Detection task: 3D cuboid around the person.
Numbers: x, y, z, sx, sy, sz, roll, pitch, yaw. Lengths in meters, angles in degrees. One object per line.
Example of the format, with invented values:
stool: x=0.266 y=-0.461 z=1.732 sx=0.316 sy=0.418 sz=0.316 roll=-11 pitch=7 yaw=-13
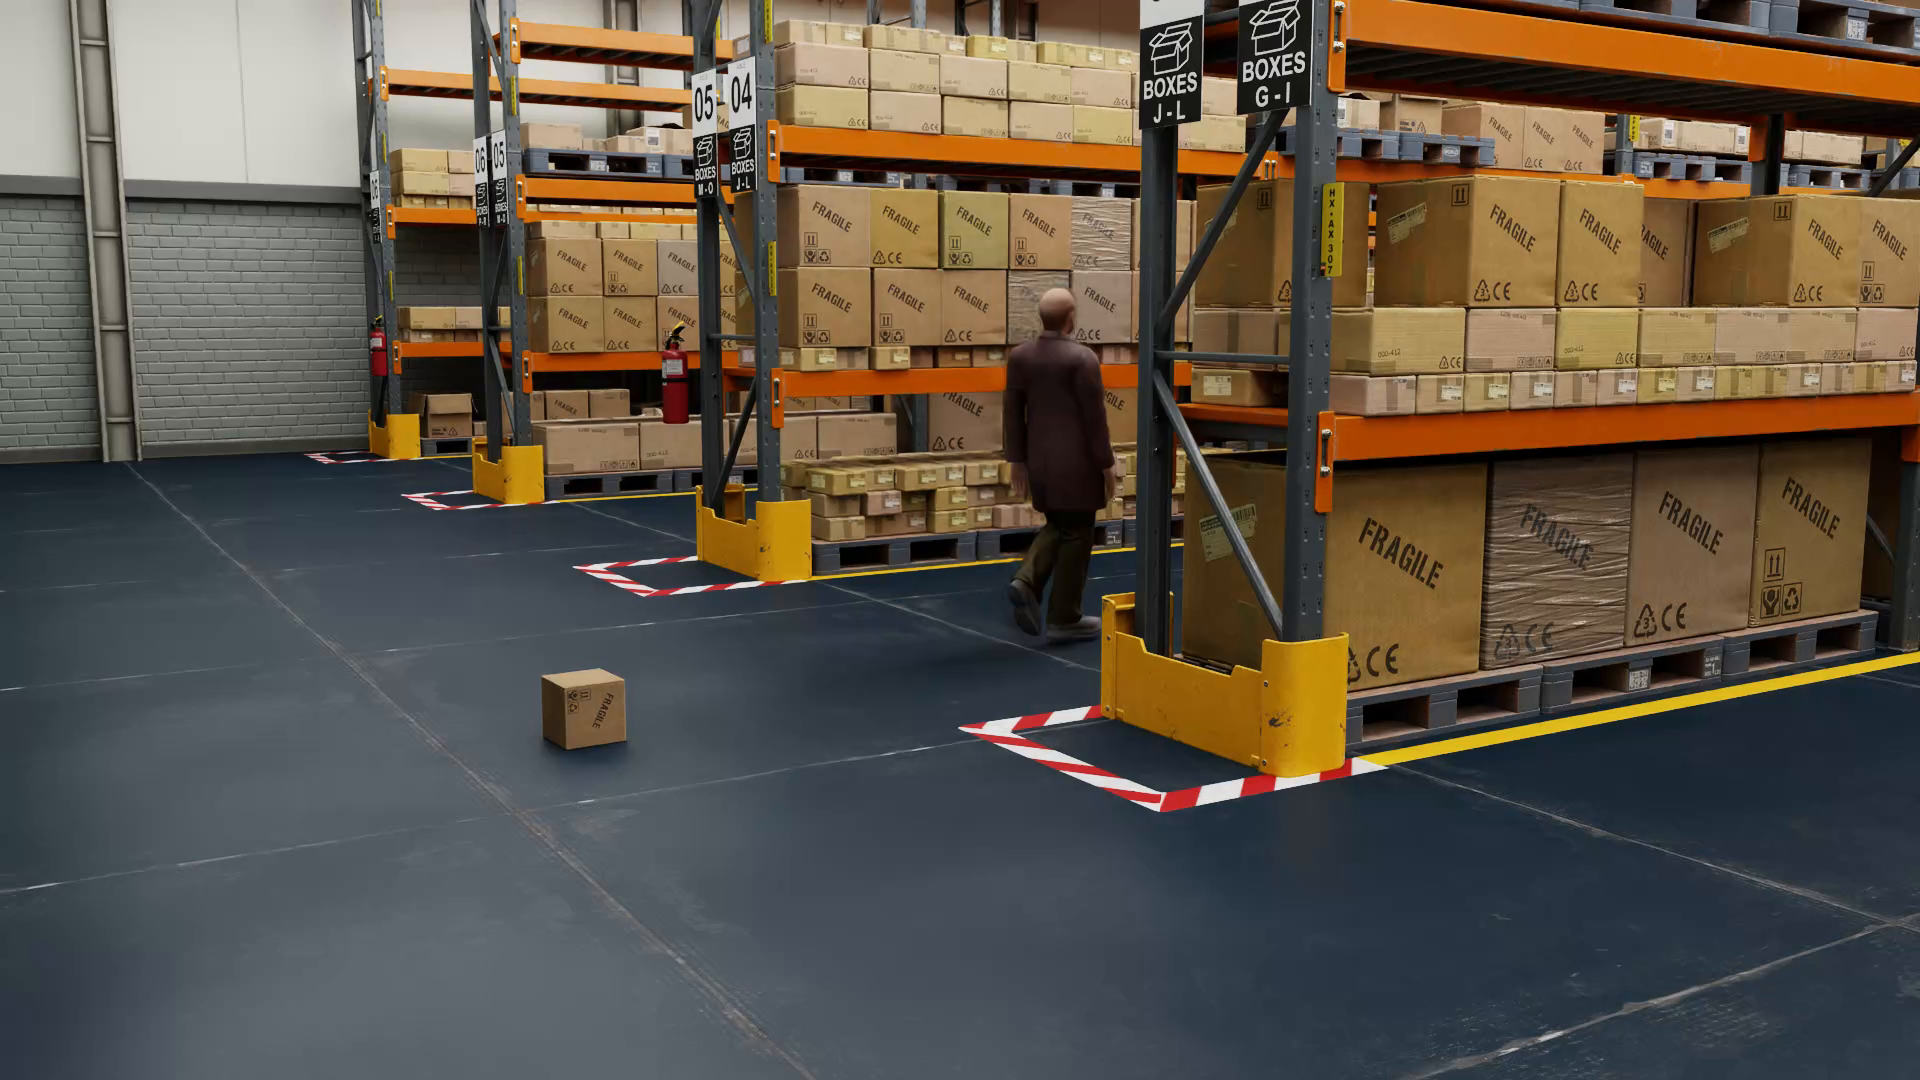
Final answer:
person: x=0.516 y=-0.377 z=8.424 sx=0.593 sy=1.780 sz=0.534 roll=7 pitch=11 yaw=42
